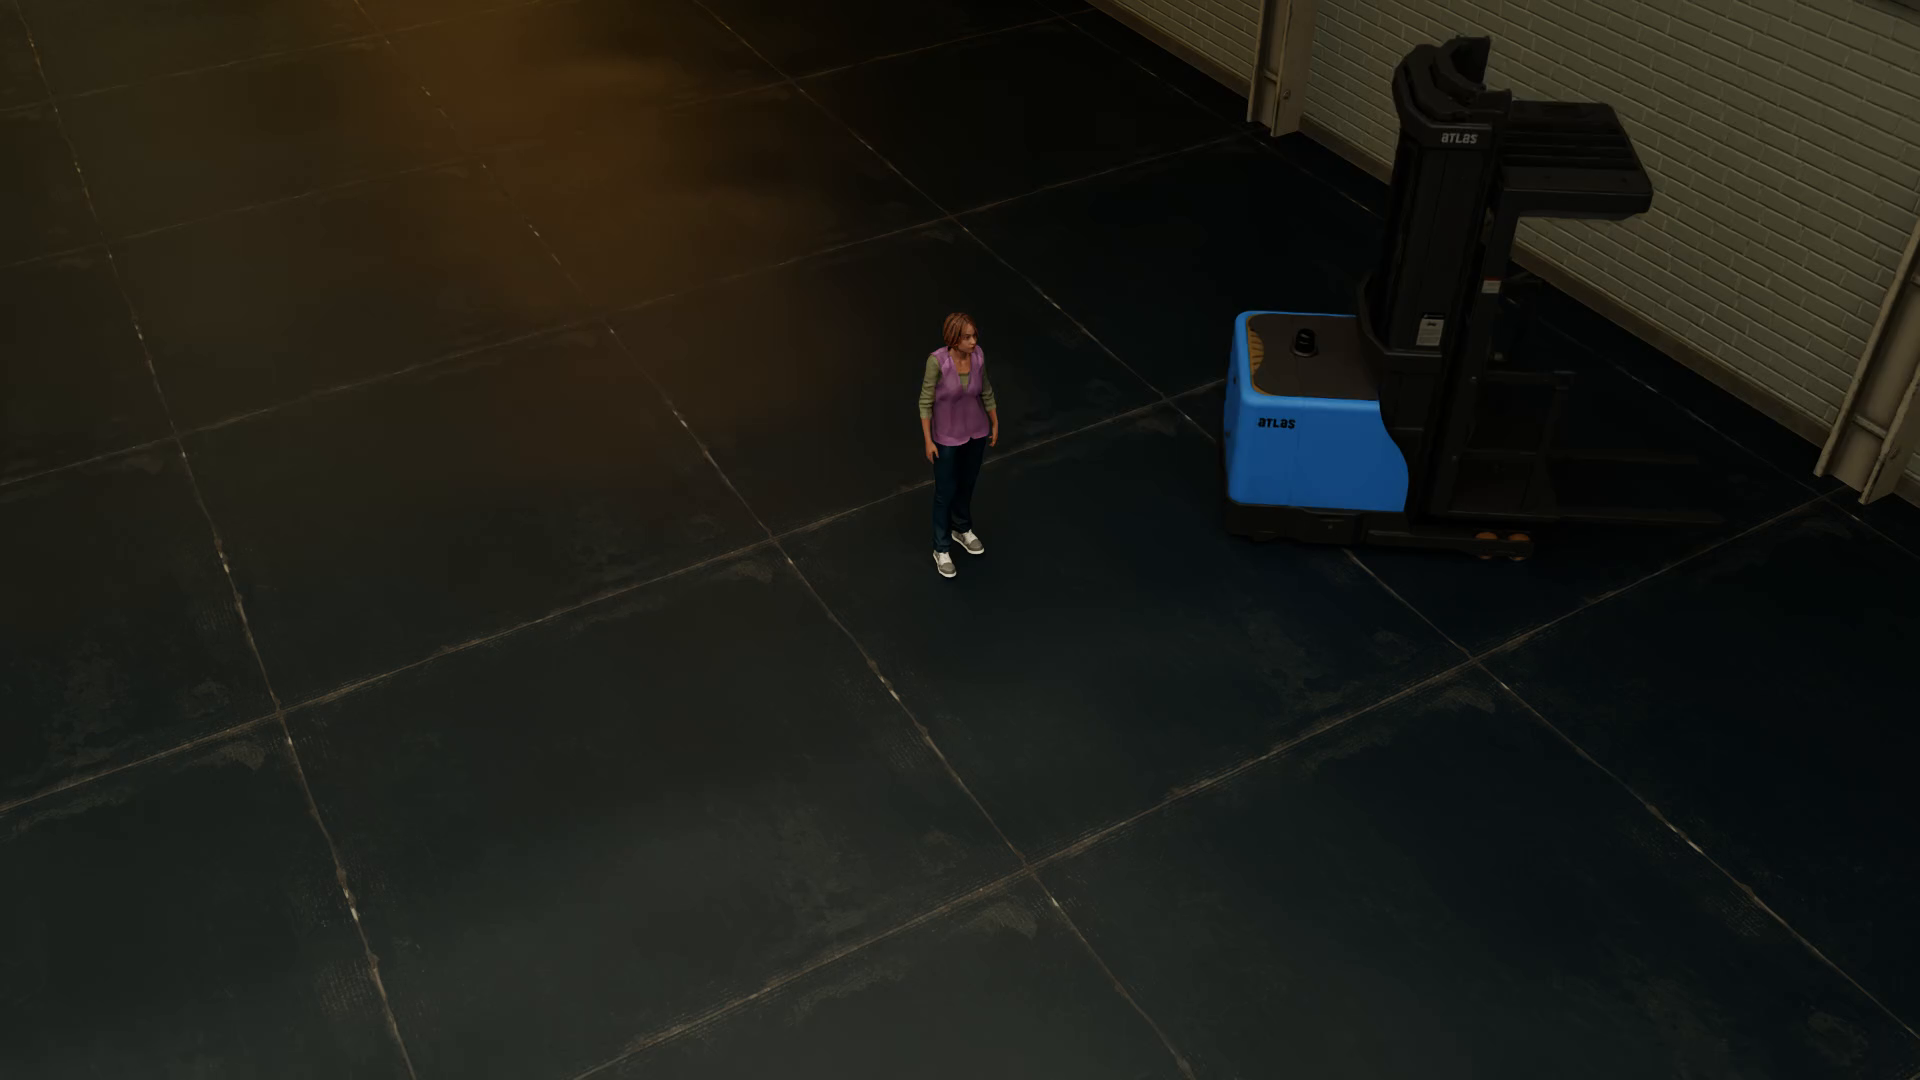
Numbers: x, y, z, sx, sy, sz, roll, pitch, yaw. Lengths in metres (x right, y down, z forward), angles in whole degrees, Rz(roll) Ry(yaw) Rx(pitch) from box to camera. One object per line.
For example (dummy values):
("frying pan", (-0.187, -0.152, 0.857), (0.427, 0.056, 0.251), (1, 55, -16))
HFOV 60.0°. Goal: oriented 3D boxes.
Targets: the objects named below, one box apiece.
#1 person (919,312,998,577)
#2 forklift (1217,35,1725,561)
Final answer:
("person", (0.024, -0.575, 9.763), (0.520, 1.597, 0.476), (-20, 44, -23))
("forklift", (3.174, -1.358, 9.674), (3.031, 2.935, 1.130), (3, 40, 4))
